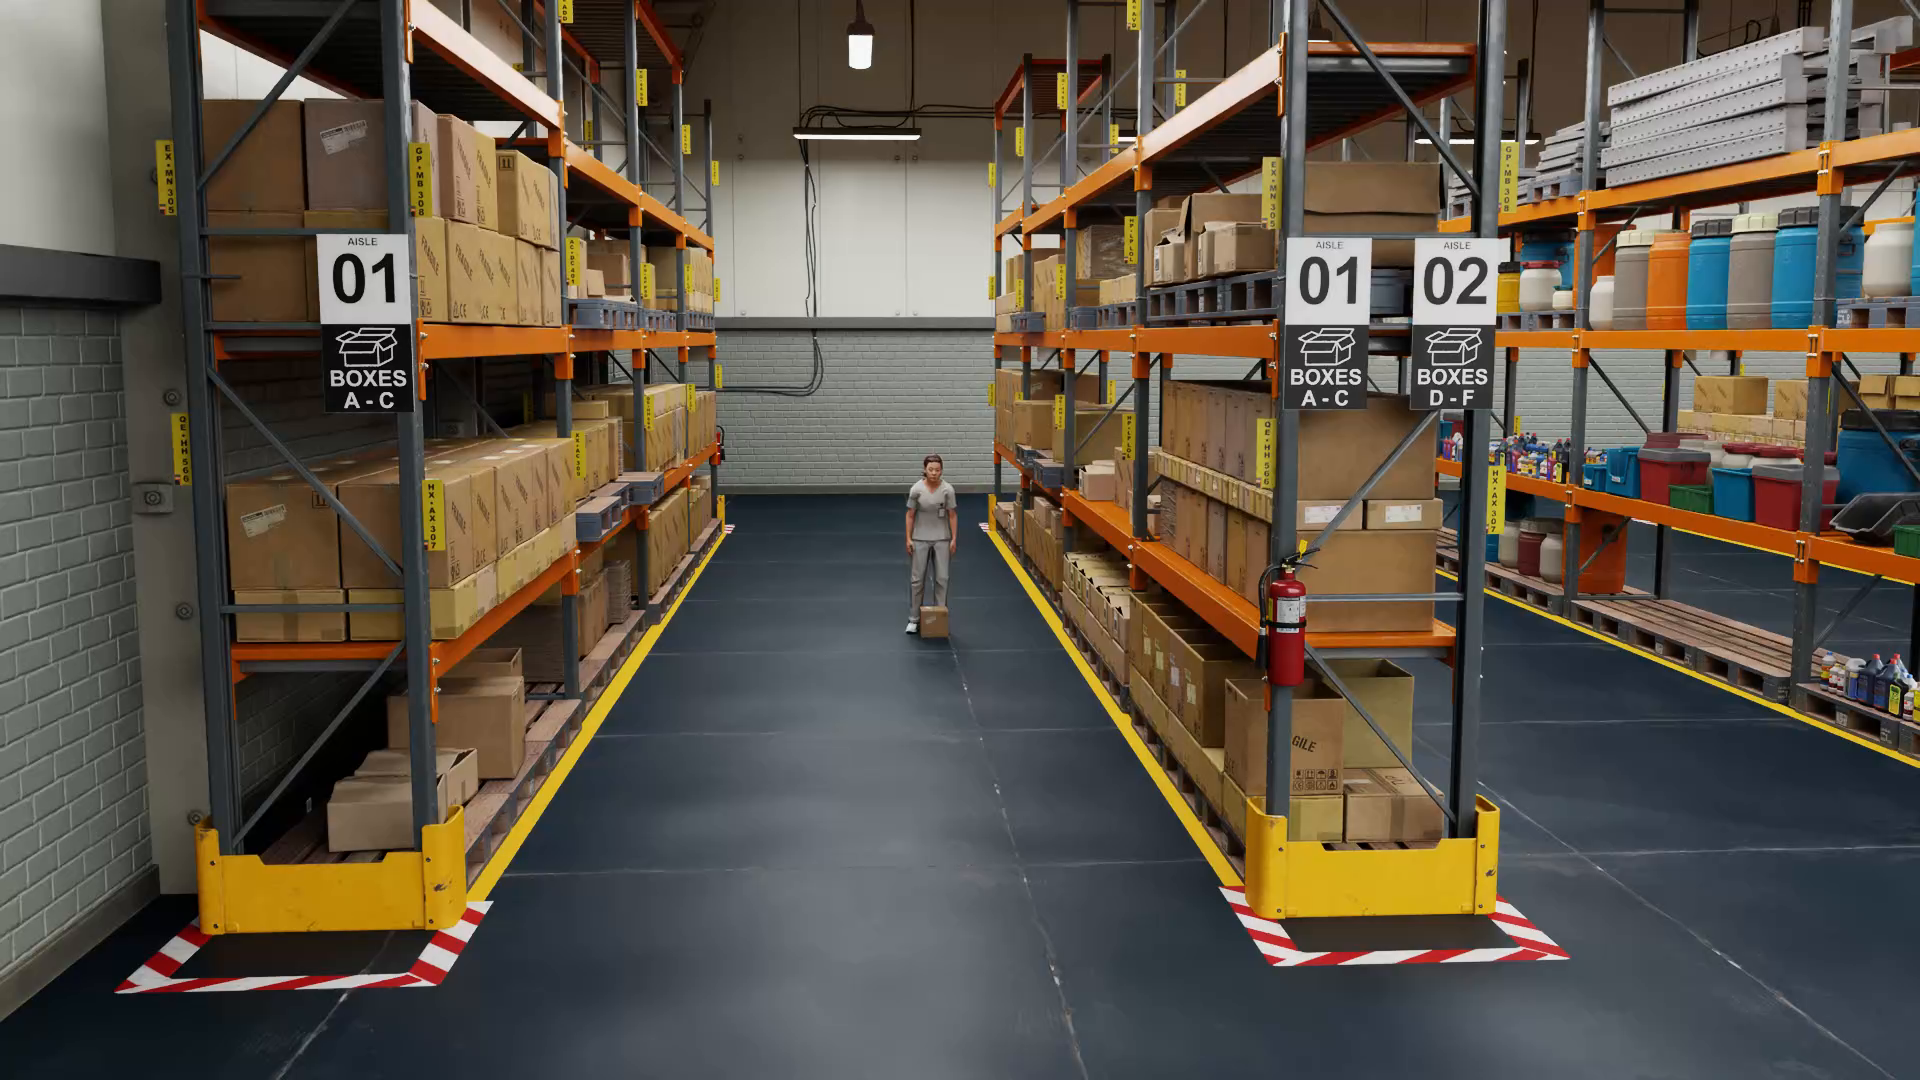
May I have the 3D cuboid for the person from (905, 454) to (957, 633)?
[{"bbox_3d":[-0.267,0.026,15.539,0.491,1.673,0.404,0,7,-4],"label":"person"}]
